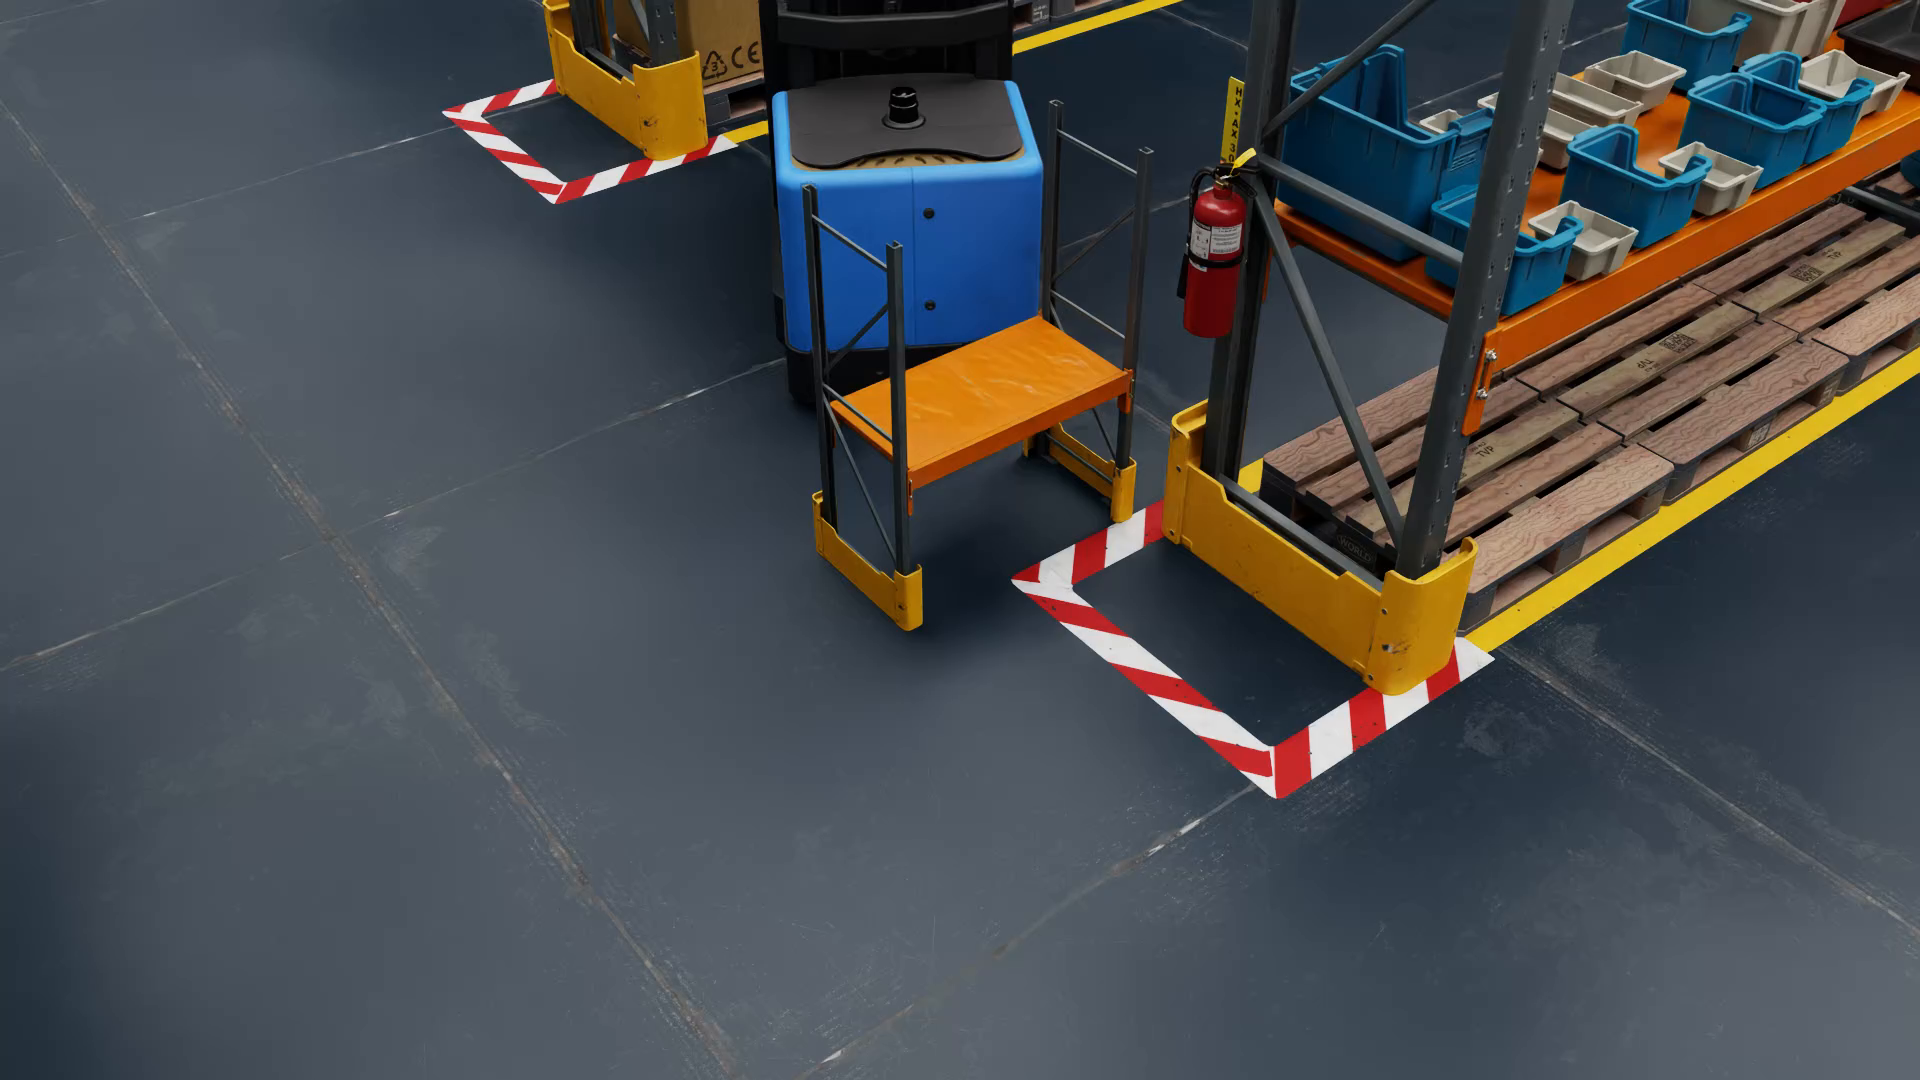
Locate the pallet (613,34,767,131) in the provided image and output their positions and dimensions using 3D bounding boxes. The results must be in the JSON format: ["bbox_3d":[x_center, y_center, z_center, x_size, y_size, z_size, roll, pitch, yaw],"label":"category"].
[{"bbox_3d":[-1.193,-2.754,9.441,1.213,0.211,1.003,-26,46,-28],"label":"pallet"}]

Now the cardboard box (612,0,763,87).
[{"bbox_3d":[-1.320,-3.112,9.023,0.875,0.875,0.875,-26,46,-28],"label":"cardboard box"}]

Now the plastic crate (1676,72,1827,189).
[{"bbox_3d":[2.679,-1.390,5.664,0.300,0.233,0.416,-26,46,-28],"label":"plastic crate"}]

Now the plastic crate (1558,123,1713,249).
[{"bbox_3d":[2.157,-1.136,5.354,0.300,0.233,0.416,-26,46,-28],"label":"plastic crate"}]

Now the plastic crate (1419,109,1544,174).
[{"bbox_3d":[1.775,-1.320,5.655,0.243,0.136,0.396,-26,46,-28],"label":"plastic crate"}]

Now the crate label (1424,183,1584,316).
[{"bbox_3d":[1.635,-0.881,5.044,0.303,0.233,0.416,-26,46,-28],"label":"crate label"}]

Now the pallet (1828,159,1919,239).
[{"bbox_3d":[5.048,-1.738,8.202,1.213,0.211,1.003,-26,46,-28],"label":"pallet"}]

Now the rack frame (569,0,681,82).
[{"bbox_3d":[-1.779,-3.484,8.132,0.127,3.000,1.000,-26,46,-28],"label":"rack frame"}]

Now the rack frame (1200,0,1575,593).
[{"bbox_3d":[1.239,-0.993,5.095,0.127,3.000,1.000,-26,46,-28],"label":"rack frame"}]

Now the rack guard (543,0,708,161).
[{"bbox_3d":[-1.798,-2.508,8.913,0.348,0.500,1.175,-26,46,-28],"label":"rack guard"}]

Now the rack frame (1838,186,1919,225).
[{"bbox_3d":[4.411,-2.539,6.980,0.127,3.000,1.000,-26,46,-28],"label":"rack frame"}]

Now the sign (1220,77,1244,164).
[{"bbox_3d":[0.891,-1.327,5.373,0.005,0.325,0.100,-26,46,-28],"label":"sign"}]

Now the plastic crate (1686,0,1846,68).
[{"bbox_3d":[3.088,-2.019,6.392,0.530,0.282,0.437,-26,46,-28],"label":"plastic crate"}]

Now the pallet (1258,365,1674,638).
[{"bbox_3d":[1.917,-0.214,6.345,1.213,0.211,1.003,-26,46,-28],"label":"pallet"}]

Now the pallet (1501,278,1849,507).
[{"bbox_3d":[2.883,-0.683,6.916,1.213,0.211,1.003,-26,46,-28],"label":"pallet"}]

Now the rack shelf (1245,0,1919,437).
[{"bbox_3d":[2.825,-1.488,6.266,4.000,0.370,1.077,-26,46,-28],"label":"rack shelf"}]

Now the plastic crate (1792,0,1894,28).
[{"bbox_3d":[3.550,-2.368,6.674,0.583,0.464,0.402,-26,46,-28],"label":"plastic crate"}]

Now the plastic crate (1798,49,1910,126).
[{"bbox_3d":[3.213,-1.636,6.040,0.466,0.136,0.293,-26,46,-28],"label":"plastic crate"}]

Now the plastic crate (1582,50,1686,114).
[{"bbox_3d":[2.443,-1.669,6.080,0.250,0.136,0.298,-26,46,-28],"label":"plastic crate"}]

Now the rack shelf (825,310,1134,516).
[{"bbox_3d":[0.068,-0.474,5.929,1.000,0.185,0.538,-26,46,-28],"label":"rack shelf"}]

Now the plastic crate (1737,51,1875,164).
[{"bbox_3d":[2.917,-1.506,5.806,0.300,0.233,0.416,-26,46,-28],"label":"plastic crate"}]

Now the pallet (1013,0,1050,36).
[{"bbox_3d":[-0.226,-3.223,10.012,1.213,0.211,1.003,-26,46,-28],"label":"pallet"}]

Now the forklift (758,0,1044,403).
[{"bbox_3d":[-0.343,-2.623,7.137,1.130,2.935,3.031,-4,40,-5],"label":"forklift"}]

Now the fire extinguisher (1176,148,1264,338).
[{"bbox_3d":[0.843,-0.989,5.446,0.183,0.674,0.296,-26,46,-28],"label":"fire extinguisher"}]

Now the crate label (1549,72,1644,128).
[{"bbox_3d":[2.220,-1.545,5.929,0.243,0.136,0.396,-26,46,-28],"label":"crate label"}]

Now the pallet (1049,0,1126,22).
[{"bbox_3d":[0.742,-3.697,10.590,1.213,0.211,1.003,-26,46,-28],"label":"pallet"}]

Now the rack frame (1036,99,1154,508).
[{"bbox_3d":[0.471,-0.809,6.054,0.032,1.500,0.500,-26,46,-28],"label":"rack frame"}]

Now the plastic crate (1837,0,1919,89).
[{"bbox_3d":[3.687,-1.888,6.356,0.590,0.125,0.437,-26,46,-28],"label":"plastic crate"}]

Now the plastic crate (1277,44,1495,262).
[{"bbox_3d":[1.391,-1.253,5.337,0.499,0.435,0.616,-26,46,-28],"label":"plastic crate"}]

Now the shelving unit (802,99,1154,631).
[{"bbox_3d":[0.060,-0.609,5.810,1.083,1.500,0.587,-26,46,-28],"label":"shelving unit"}]

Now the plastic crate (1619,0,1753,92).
[{"bbox_3d":[2.711,-1.874,6.254,0.300,0.233,0.416,-26,46,-28],"label":"plastic crate"}]

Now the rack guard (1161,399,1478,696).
[{"bbox_3d":[1.228,-0.011,5.869,0.348,0.500,1.175,-26,46,-28],"label":"rack guard"}]

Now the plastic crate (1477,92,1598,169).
[{"bbox_3d":[2.014,-1.425,5.783,0.243,0.136,0.396,-26,46,-28],"label":"plastic crate"}]

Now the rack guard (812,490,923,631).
[{"bbox_3d":[-0.334,0.066,5.972,0.087,0.250,0.587,-26,46,-28],"label":"rack guard"}]

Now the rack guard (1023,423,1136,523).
[{"bbox_3d":[0.455,-0.319,6.441,0.087,0.250,0.587,-26,46,-28],"label":"rack guard"}]

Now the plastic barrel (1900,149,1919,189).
[{"bbox_3d":[4.852,-2.092,7.758,0.708,0.901,0.600,-26,46,-28],"label":"plastic barrel"}]

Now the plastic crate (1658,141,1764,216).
[{"bbox_3d":[2.478,-1.189,5.495,0.298,0.136,0.250,-26,46,-28],"label":"plastic crate"}]

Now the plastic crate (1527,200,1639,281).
[{"bbox_3d":[1.940,-0.926,5.175,0.298,0.136,0.250,-26,46,-28],"label":"plastic crate"}]

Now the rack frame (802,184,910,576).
[{"bbox_3d":[-0.336,-0.416,5.575,0.032,1.500,0.500,-26,46,-28],"label":"rack frame"}]

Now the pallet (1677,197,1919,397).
[{"bbox_3d":[3.851,-1.157,7.494,1.213,0.211,1.003,-26,46,-28],"label":"pallet"}]
